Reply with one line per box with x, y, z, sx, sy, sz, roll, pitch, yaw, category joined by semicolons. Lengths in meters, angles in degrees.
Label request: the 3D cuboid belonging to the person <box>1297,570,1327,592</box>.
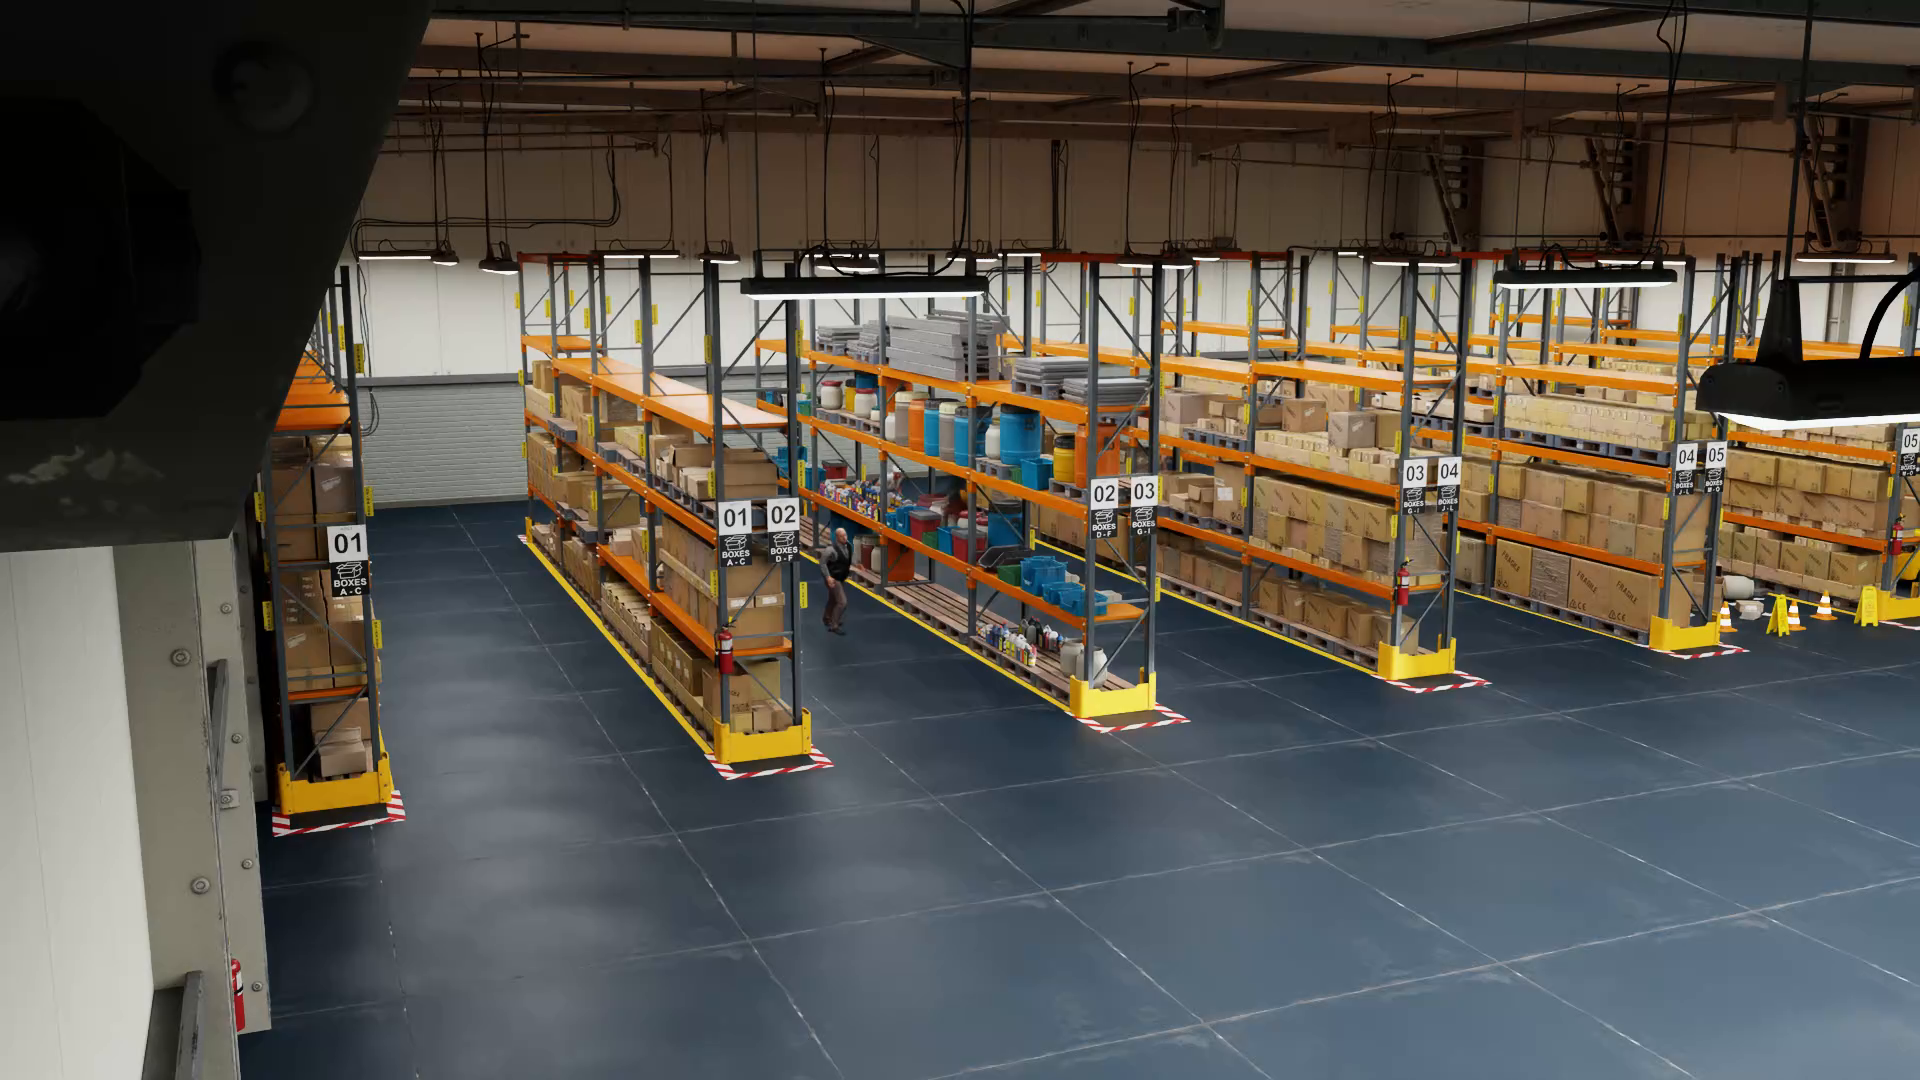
6.352;0.150;29.733;0.753;1.715;1.040;-5;11;-24;person

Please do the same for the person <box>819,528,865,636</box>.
-1.850;0.619;25.602;0.807;1.671;0.688;4;11;22;person

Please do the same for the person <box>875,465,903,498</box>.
-1.569;-0.854;35.383;0.990;1.575;0.674;10;14;43;person

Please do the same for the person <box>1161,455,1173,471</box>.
5.477;-2.296;43.016;0.776;1.709;0.558;-9;14;-41;person
